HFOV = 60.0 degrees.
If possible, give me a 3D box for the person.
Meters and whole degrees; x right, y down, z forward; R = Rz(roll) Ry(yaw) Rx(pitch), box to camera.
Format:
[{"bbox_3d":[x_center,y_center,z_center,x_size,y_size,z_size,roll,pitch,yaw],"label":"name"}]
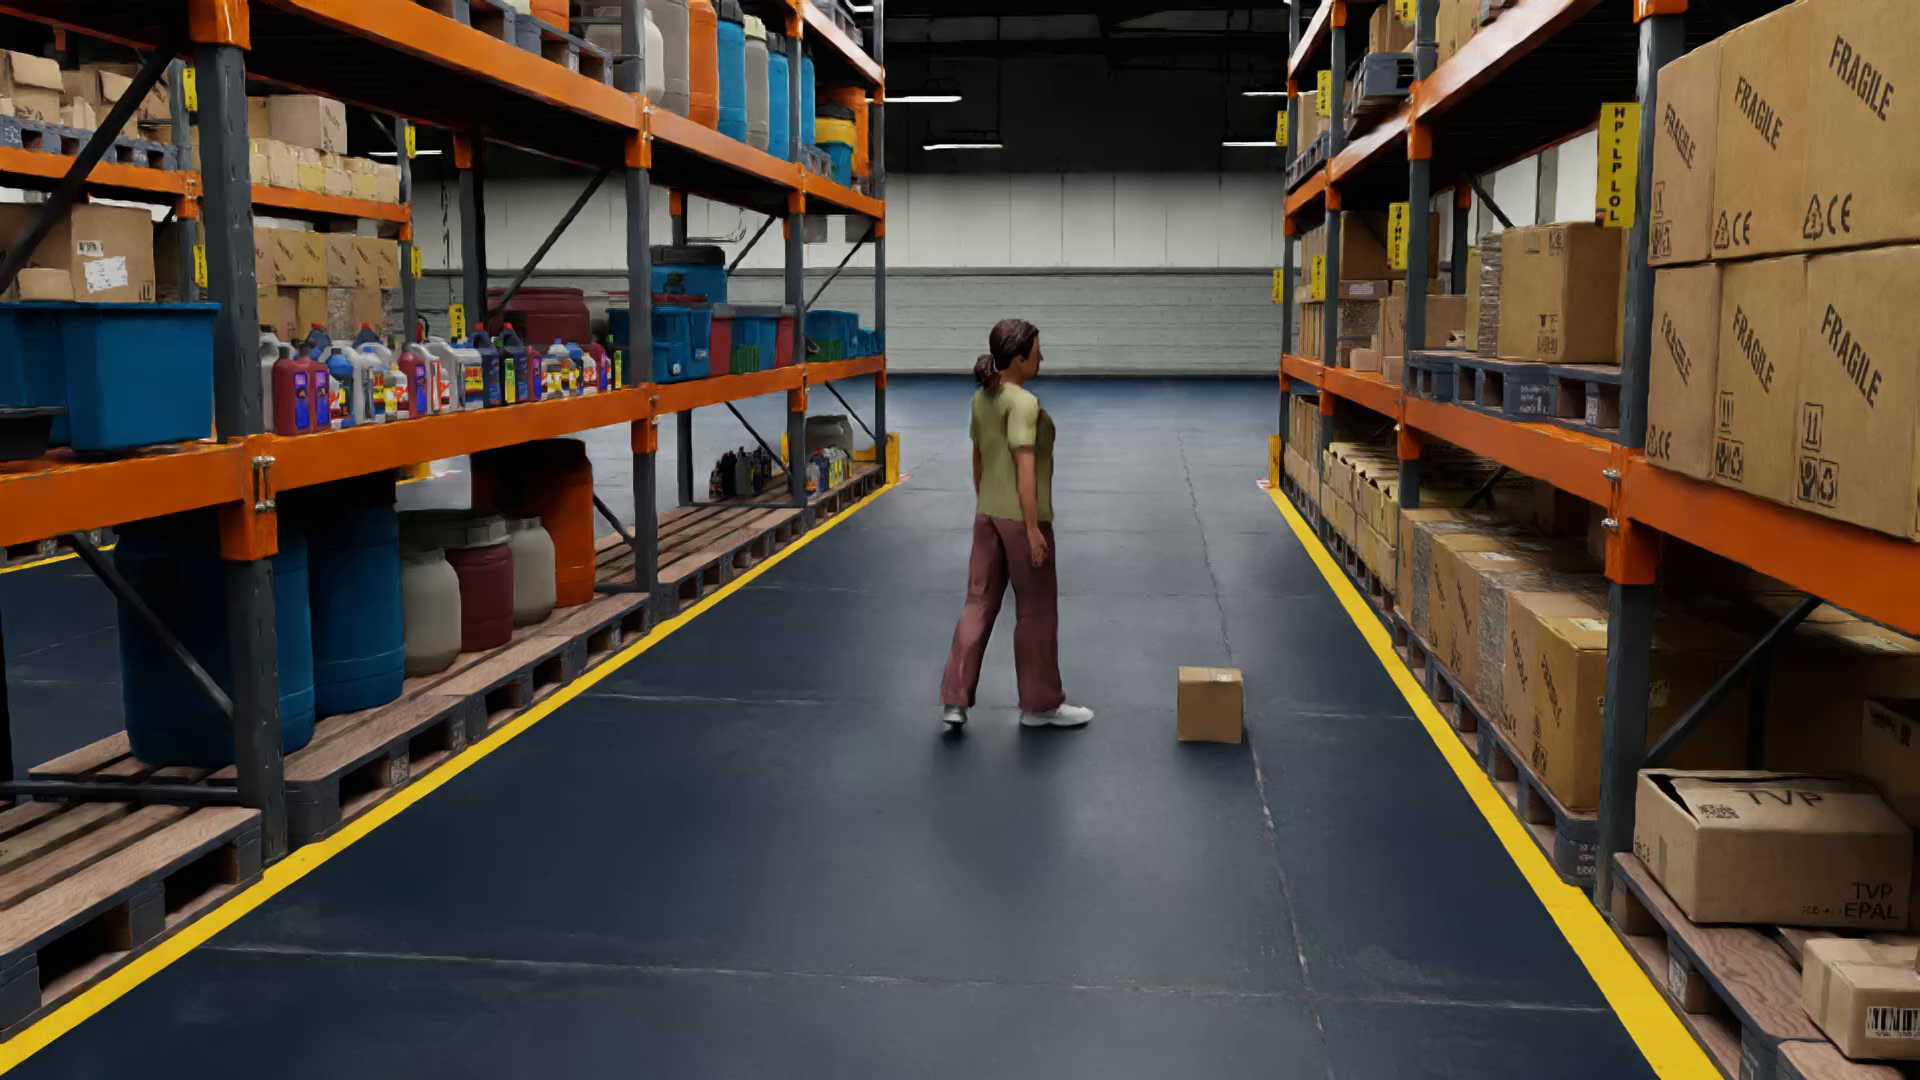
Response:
[{"bbox_3d":[0.217,-0.059,6.732,0.639,1.667,0.513,-5,9,-35],"label":"person"}]
